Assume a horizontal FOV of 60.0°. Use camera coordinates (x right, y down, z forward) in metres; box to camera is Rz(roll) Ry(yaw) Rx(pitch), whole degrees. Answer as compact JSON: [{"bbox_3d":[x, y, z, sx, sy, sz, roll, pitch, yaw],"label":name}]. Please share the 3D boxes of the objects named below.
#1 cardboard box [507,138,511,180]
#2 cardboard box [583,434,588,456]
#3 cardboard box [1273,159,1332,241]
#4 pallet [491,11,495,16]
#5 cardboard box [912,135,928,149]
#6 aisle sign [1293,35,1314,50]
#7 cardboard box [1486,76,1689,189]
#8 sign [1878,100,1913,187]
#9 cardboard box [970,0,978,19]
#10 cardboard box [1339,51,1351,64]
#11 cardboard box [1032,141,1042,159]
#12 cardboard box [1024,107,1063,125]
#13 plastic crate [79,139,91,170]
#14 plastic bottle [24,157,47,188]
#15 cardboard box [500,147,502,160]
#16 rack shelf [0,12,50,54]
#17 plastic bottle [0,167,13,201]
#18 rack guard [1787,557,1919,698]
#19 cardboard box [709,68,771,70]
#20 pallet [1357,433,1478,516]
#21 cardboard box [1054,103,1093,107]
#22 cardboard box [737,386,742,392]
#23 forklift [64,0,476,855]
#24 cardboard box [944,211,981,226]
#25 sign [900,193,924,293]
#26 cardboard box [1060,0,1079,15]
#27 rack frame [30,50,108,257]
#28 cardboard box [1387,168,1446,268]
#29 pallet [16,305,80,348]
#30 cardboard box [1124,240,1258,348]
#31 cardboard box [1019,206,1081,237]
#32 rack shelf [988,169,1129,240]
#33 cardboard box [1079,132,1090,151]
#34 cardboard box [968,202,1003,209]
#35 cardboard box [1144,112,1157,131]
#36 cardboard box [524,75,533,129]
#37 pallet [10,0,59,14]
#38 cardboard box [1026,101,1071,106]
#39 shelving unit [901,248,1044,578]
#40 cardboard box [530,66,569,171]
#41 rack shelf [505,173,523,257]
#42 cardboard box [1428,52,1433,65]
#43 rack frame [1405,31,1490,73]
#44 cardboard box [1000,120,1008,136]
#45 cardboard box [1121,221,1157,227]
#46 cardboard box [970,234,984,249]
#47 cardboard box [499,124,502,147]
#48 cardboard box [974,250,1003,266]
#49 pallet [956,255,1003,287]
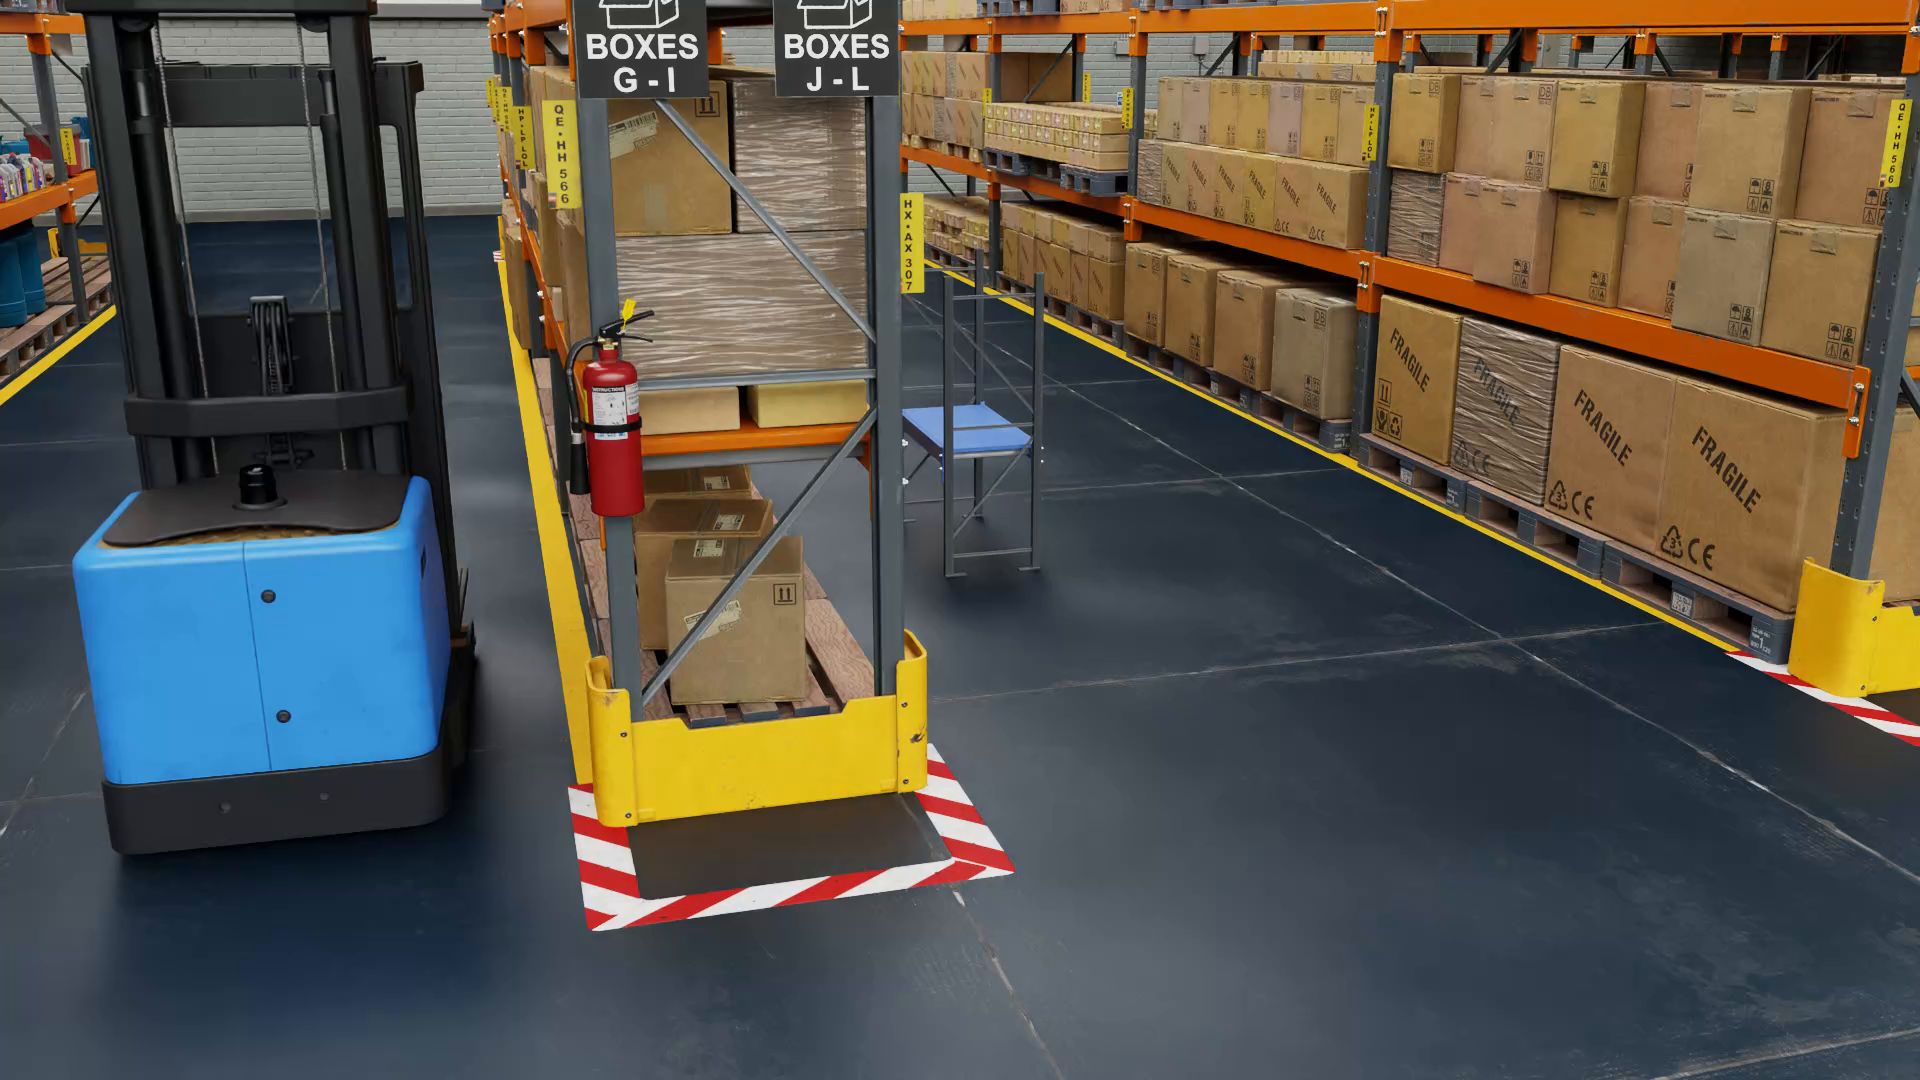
[{"bbox_3d":[-3.963,-3.604,15.562,0.500,0.500,0.500,-5,17,-15],"label":"cardboard box"},{"bbox_3d":[-1.938,-0.814,10.029,0.700,0.500,0.500,-6,18,-20],"label":"cardboard box"},{"bbox_3d":[2.468,-2.304,11.235,0.500,0.500,0.500,-5,17,-16],"label":"cardboard box"},{"bbox_3d":[-4.874,-6.138,19.113,1.003,0.211,1.213,-5,17,-15],"label":"pallet"},{"bbox_3d":[-0.385,-4.931,20.591,0.380,0.149,0.250,-5,17,-17],"label":"cardboard box"},{"bbox_3d":[4.719,-7.021,22.594,0.394,0.787,0.004,-5,17,-15],"label":"aisle sign"},{"bbox_3d":[3.354,-2.174,8.839,0.875,0.550,0.550,-5,17,-15],"label":"cardboard box"},{"bbox_3d":[3.581,-1.516,6.360,0.100,0.325,0.005,-5,17,-15],"label":"sign"},{"bbox_3d":[0.414,-5.685,17.712,0.500,0.250,0.500,-4,17,-14],"label":"cardboard box"},{"bbox_3d":[4.859,-5.882,20.279,0.380,0.149,0.250,-5,17,-16],"label":"cardboard box"},{"bbox_3d":[0.905,-3.711,15.799,0.380,0.149,0.250,-6,18,-18],"label":"cardboard box"},{"bbox_3d":[0.831,-4.069,15.957,0.380,0.149,0.250,-4,17,-13],"label":"cardboard box"},{"bbox_3d":[-8.993,-3.859,16.688,0.437,0.282,0.530,-5,17,-15],"label":"plastic crate"},{"bbox_3d":[-8.331,-3.308,14.965,0.152,0.276,0.135,-5,17,-15],"label":"plastic bottle"},{"bbox_3d":[-4.883,-4.279,18.418,0.380,0.149,0.250,-5,17,-17],"label":"cardboard box"},{"bbox_3d":[-8.201,-3.989,13.055,1.077,0.370,4.000,-5,17,-15],"label":"rack shelf"},{"bbox_3d":[-7.992,-2.966,13.827,0.152,0.276,0.135,-5,17,-15],"label":"plastic bottle"},{"bbox_3d":[4.113,0.317,7.028,1.175,0.500,0.348,-5,17,-15],"label":"rack guard"},{"bbox_3d":[-1.126,-1.919,7.698,0.500,0.500,0.500,-5,17,-15],"label":"cardboard box"},{"bbox_3d":[3.141,-0.441,10.055,1.003,0.211,1.213,-5,17,-15],"label":"pallet"},{"bbox_3d":[1.181,-4.402,17.066,0.380,0.149,0.250,-5,17,-17],"label":"cardboard box"},{"bbox_3d":[-0.644,-0.641,6.309,0.380,0.149,0.250,-5,17,-15],"label":"cardboard box"},{"bbox_3d":[-2.583,-0.776,6.441,1.130,2.935,3.031,-4,17,-13],"label":"forklift"},{"bbox_3d":[0.031,-3.760,19.446,0.380,0.149,0.250,-5,18,-17],"label":"cardboard box"},{"bbox_3d":[-0.169,-0.980,5.497,0.100,0.325,0.005,-5,17,-15],"label":"sign"},{"bbox_3d":[1.223,-4.998,14.989,0.500,0.500,0.500,-5,17,-15],"label":"cardboard box"},{"bbox_3d":[-9.850,-4.557,18.909,1.000,3.000,0.127,-5,17,-15],"label":"rack frame"},{"bbox_3d":[3.120,-1.964,10.016,0.875,0.550,0.550,-5,17,-15],"label":"cardboard box"},{"bbox_3d":[-8.579,-1.898,14.905,1.003,0.211,1.213,-5,17,-15],"label":"pallet"},{"bbox_3d":[1.989,-2.048,13.737,1.050,0.750,0.750,-5,17,-16],"label":"cardboard box"},{"bbox_3d":[0.906,-3.197,16.693,0.500,0.250,0.500,-4,17,-14],"label":"cardboard box"},{"bbox_3d":[1.358,-3.309,16.003,1.077,0.370,4.000,-5,17,-15],"label":"rack shelf"},{"bbox_3d":[1.259,-3.497,14.571,0.380,0.149,0.250,-4,17,-13],"label":"cardboard box"},{"bbox_3d":[0.316,-4.095,20.561,0.380,0.149,0.250,-5,18,-17],"label":"cardboard box"},{"bbox_3d":[1.827,-3.751,14.898,0.380,0.149,0.250,-5,17,-16],"label":"cardboard box"},{"bbox_3d":[-3.251,-3.648,13.965,0.797,0.503,0.637,-4,17,-14],"label":"cardboard box"},{"bbox_3d":[-8.441,-4.588,14.125,1.213,0.211,1.003,-5,17,-15],"label":"pallet"},{"bbox_3d":[0.915,-4.554,18.206,0.500,0.500,0.500,-5,17,-16],"label":"cardboard box"},{"bbox_3d":[0.023,-0.695,8.658,0.538,1.500,1.048,-5,17,-15],"label":"shelving unit"},{"bbox_3d":[-1.911,-2.154,8.480,0.500,0.500,0.500,-5,17,-15],"label":"cardboard box"},{"bbox_3d":[-3.439,-2.944,14.791,1.077,0.370,4.000,-5,17,-15],"label":"rack shelf"},{"bbox_3d":[5.617,-5.640,19.476,0.380,0.149,0.250,-4,17,-14],"label":"cardboard box"},{"bbox_3d":[5.540,-4.626,19.137,1.000,3.000,0.127,-5,17,-15],"label":"rack frame"},{"bbox_3d":[0.619,-4.141,16.715,0.380,0.149,0.250,-4,17,-14],"label":"cardboard box"},{"bbox_3d":[1.812,-2.813,15.415,0.500,0.250,0.500,-5,17,-16],"label":"cardboard box"},{"bbox_3d":[0.330,-3.320,18.500,0.380,0.149,0.250,-6,18,-18],"label":"cardboard box"},{"bbox_3d":[-4.783,-4.439,18.258,0.500,0.250,0.500,-5,17,-16],"label":"cardboard box"},{"bbox_3d":[0.373,-3.124,18.362,0.380,0.149,0.250,-4,17,-15],"label":"cardboard box"},{"bbox_3d":[0.590,-3.054,18.751,1.003,0.211,1.213,-5,17,-15],"label":"pallet"}]
